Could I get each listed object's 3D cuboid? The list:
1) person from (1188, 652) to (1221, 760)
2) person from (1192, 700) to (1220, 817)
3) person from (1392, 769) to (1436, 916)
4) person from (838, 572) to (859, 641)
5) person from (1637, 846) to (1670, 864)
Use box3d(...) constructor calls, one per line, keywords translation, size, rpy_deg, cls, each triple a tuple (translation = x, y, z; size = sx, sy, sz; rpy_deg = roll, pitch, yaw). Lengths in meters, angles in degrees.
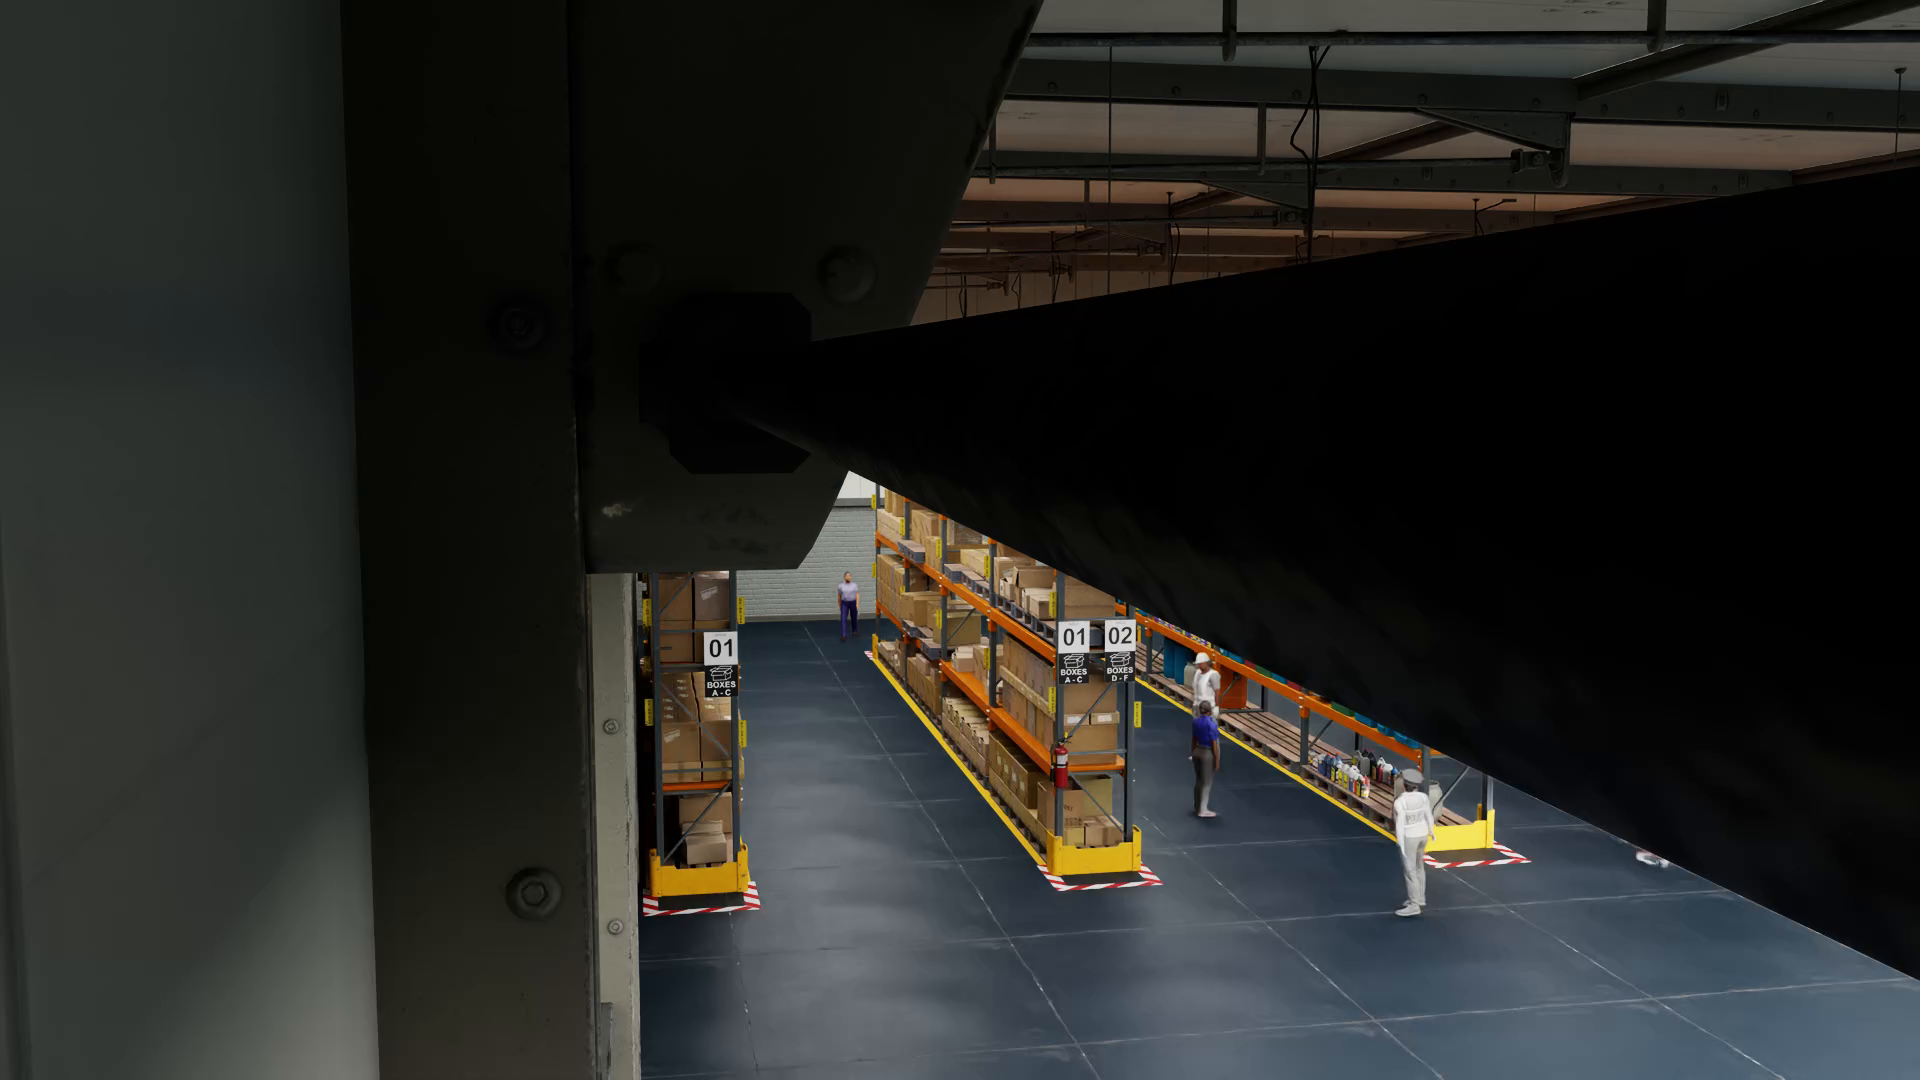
box3d(translation=(3.928, 2.693, 26.786), size=(0.414, 1.781, 0.626), rpy_deg=(-3, 7, -29), cls="person")
box3d(translation=(3.528, 3.104, 23.616), size=(0.433, 1.690, 0.509), rpy_deg=(-4, 7, -32), cls="person")
box3d(translation=(5.304, 3.500, 19.403), size=(0.653, 1.701, 0.433), rpy_deg=(-3, 7, -29), cls="person")
box3d(translation=(-2.607, 1.541, 38.846), size=(0.500, 1.593, 0.997), rpy_deg=(0, 6, -2), cls="person")
box3d(translation=(8.937, 3.303, 21.406), size=(0.557, 1.672, 0.387), rpy_deg=(4, 7, 36), cls="person")
